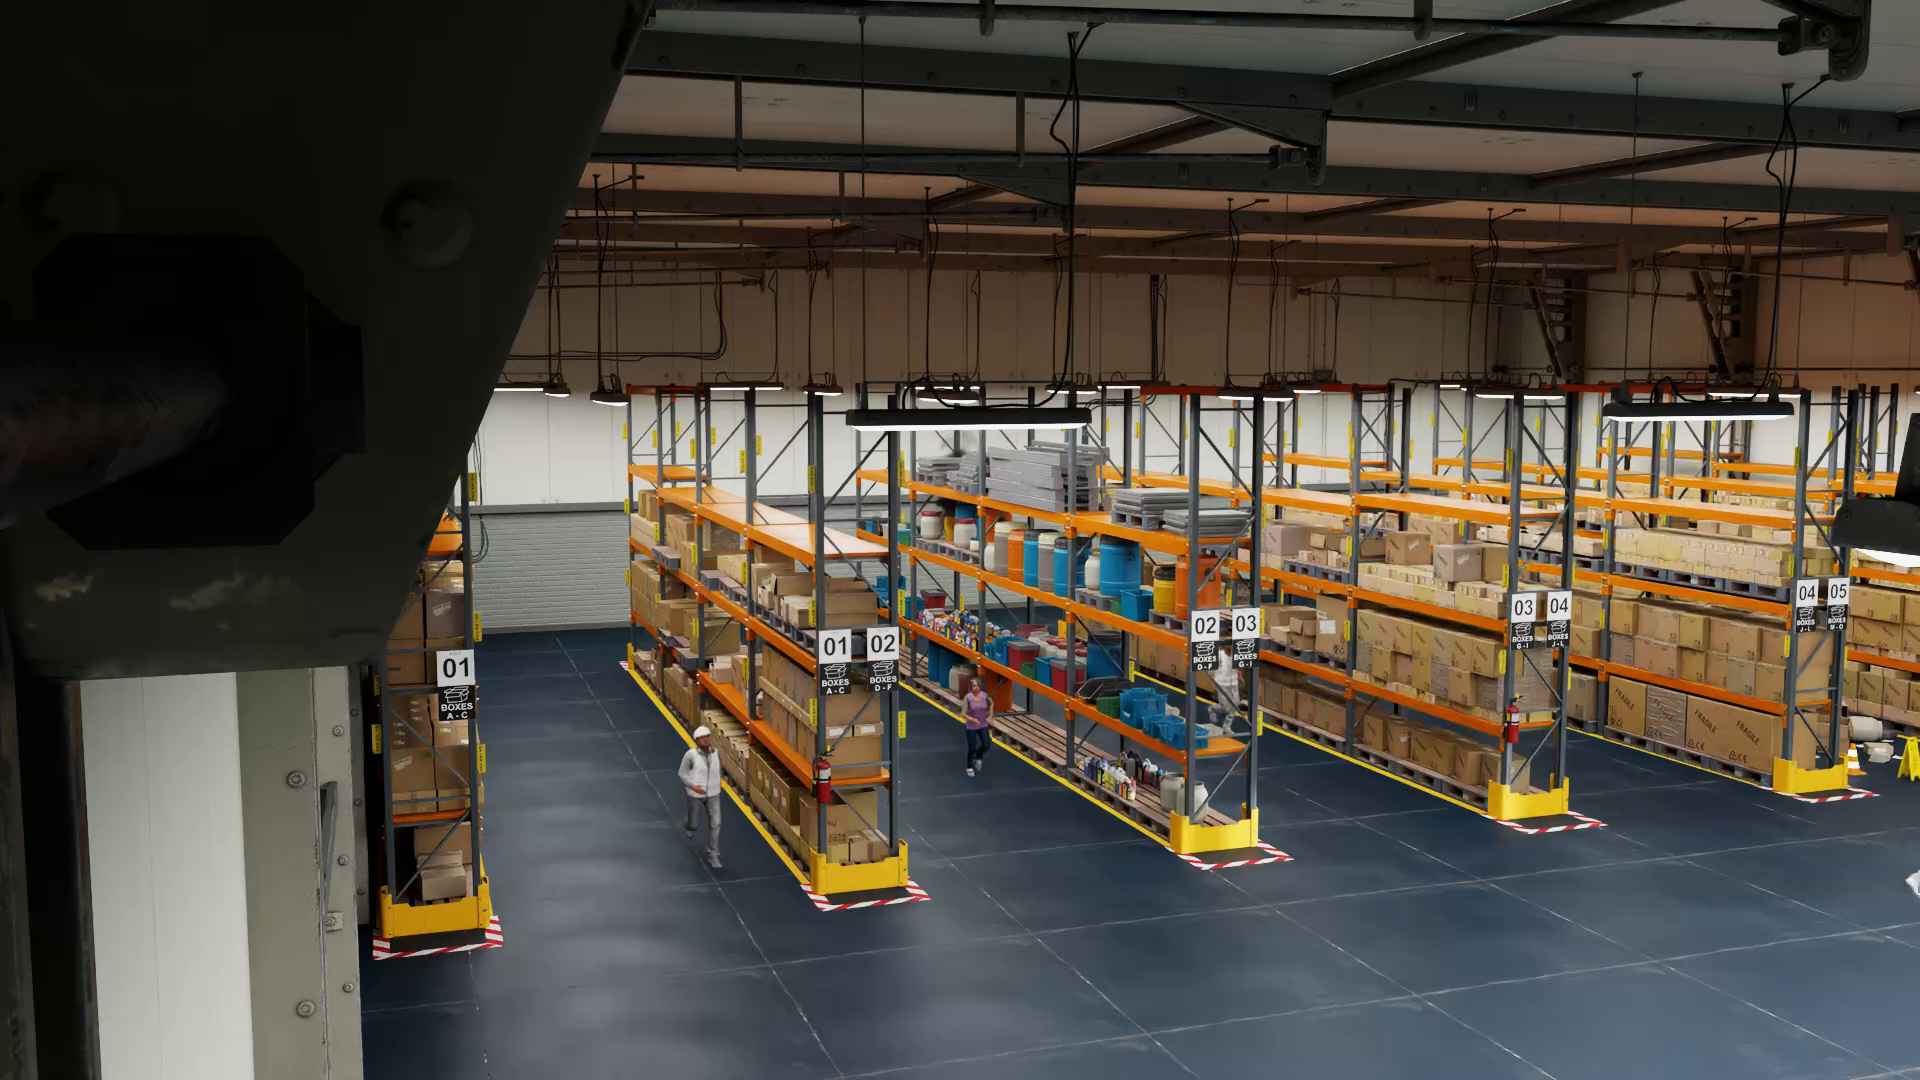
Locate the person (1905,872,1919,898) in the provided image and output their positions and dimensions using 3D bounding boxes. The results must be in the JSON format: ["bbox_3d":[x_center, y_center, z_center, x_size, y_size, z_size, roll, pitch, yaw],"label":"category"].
[{"bbox_3d":[11.542,3.520,19.370,0.859,1.626,0.577,1,6,10],"label":"person"}]

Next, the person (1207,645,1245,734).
[{"bbox_3d":[4.606,2.496,28.886,0.668,1.728,0.639,-3,6,-24],"label":"person"}]

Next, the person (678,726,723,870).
[{"bbox_3d":[-3.323,3.270,21.433,0.635,1.766,1.074,-3,6,-24],"label":"person"}]

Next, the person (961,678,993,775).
[{"bbox_3d":[0.284,2.912,25.687,0.565,1.543,0.702,-1,6,-12],"label":"person"}]
